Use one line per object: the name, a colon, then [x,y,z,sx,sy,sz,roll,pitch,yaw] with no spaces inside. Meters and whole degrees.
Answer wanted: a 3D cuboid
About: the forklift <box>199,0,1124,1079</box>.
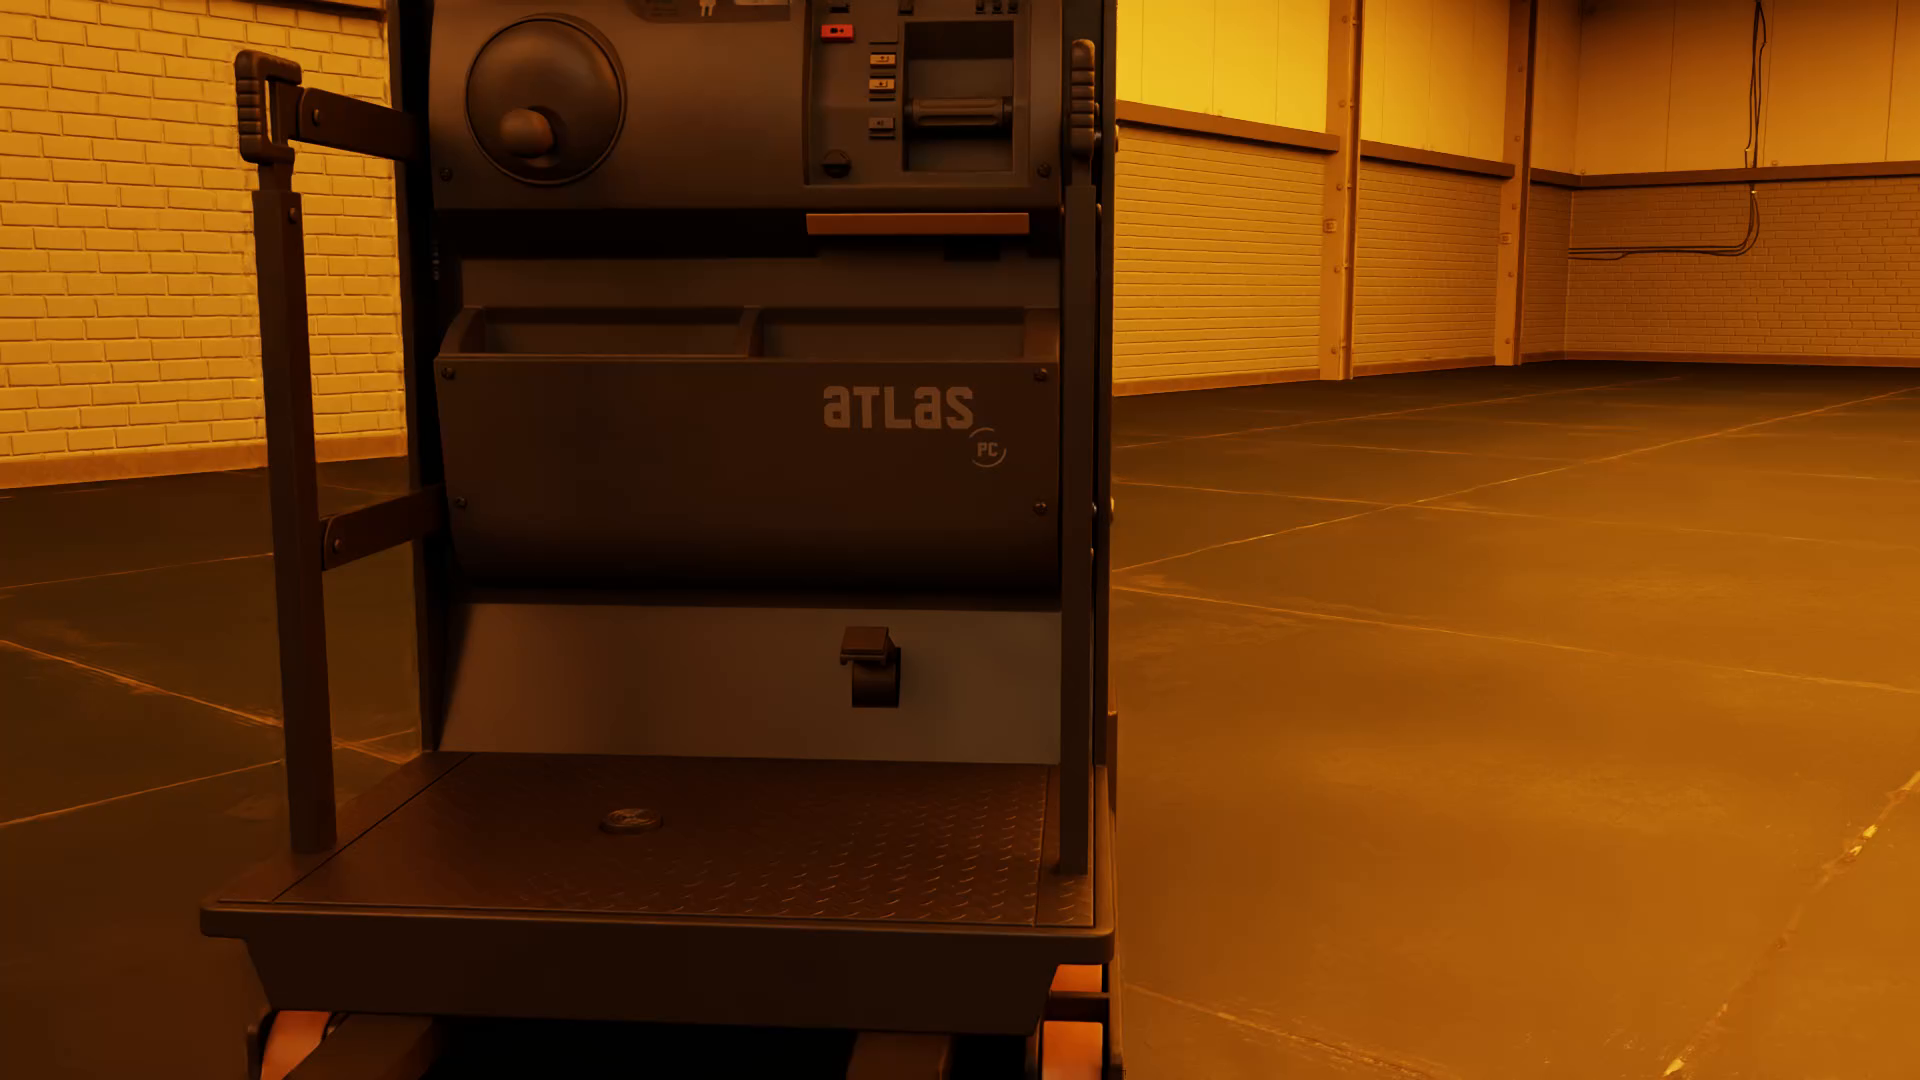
forklift: [-0.329,-0.724,2.232,1.130,2.935,3.031,1,8,5]
